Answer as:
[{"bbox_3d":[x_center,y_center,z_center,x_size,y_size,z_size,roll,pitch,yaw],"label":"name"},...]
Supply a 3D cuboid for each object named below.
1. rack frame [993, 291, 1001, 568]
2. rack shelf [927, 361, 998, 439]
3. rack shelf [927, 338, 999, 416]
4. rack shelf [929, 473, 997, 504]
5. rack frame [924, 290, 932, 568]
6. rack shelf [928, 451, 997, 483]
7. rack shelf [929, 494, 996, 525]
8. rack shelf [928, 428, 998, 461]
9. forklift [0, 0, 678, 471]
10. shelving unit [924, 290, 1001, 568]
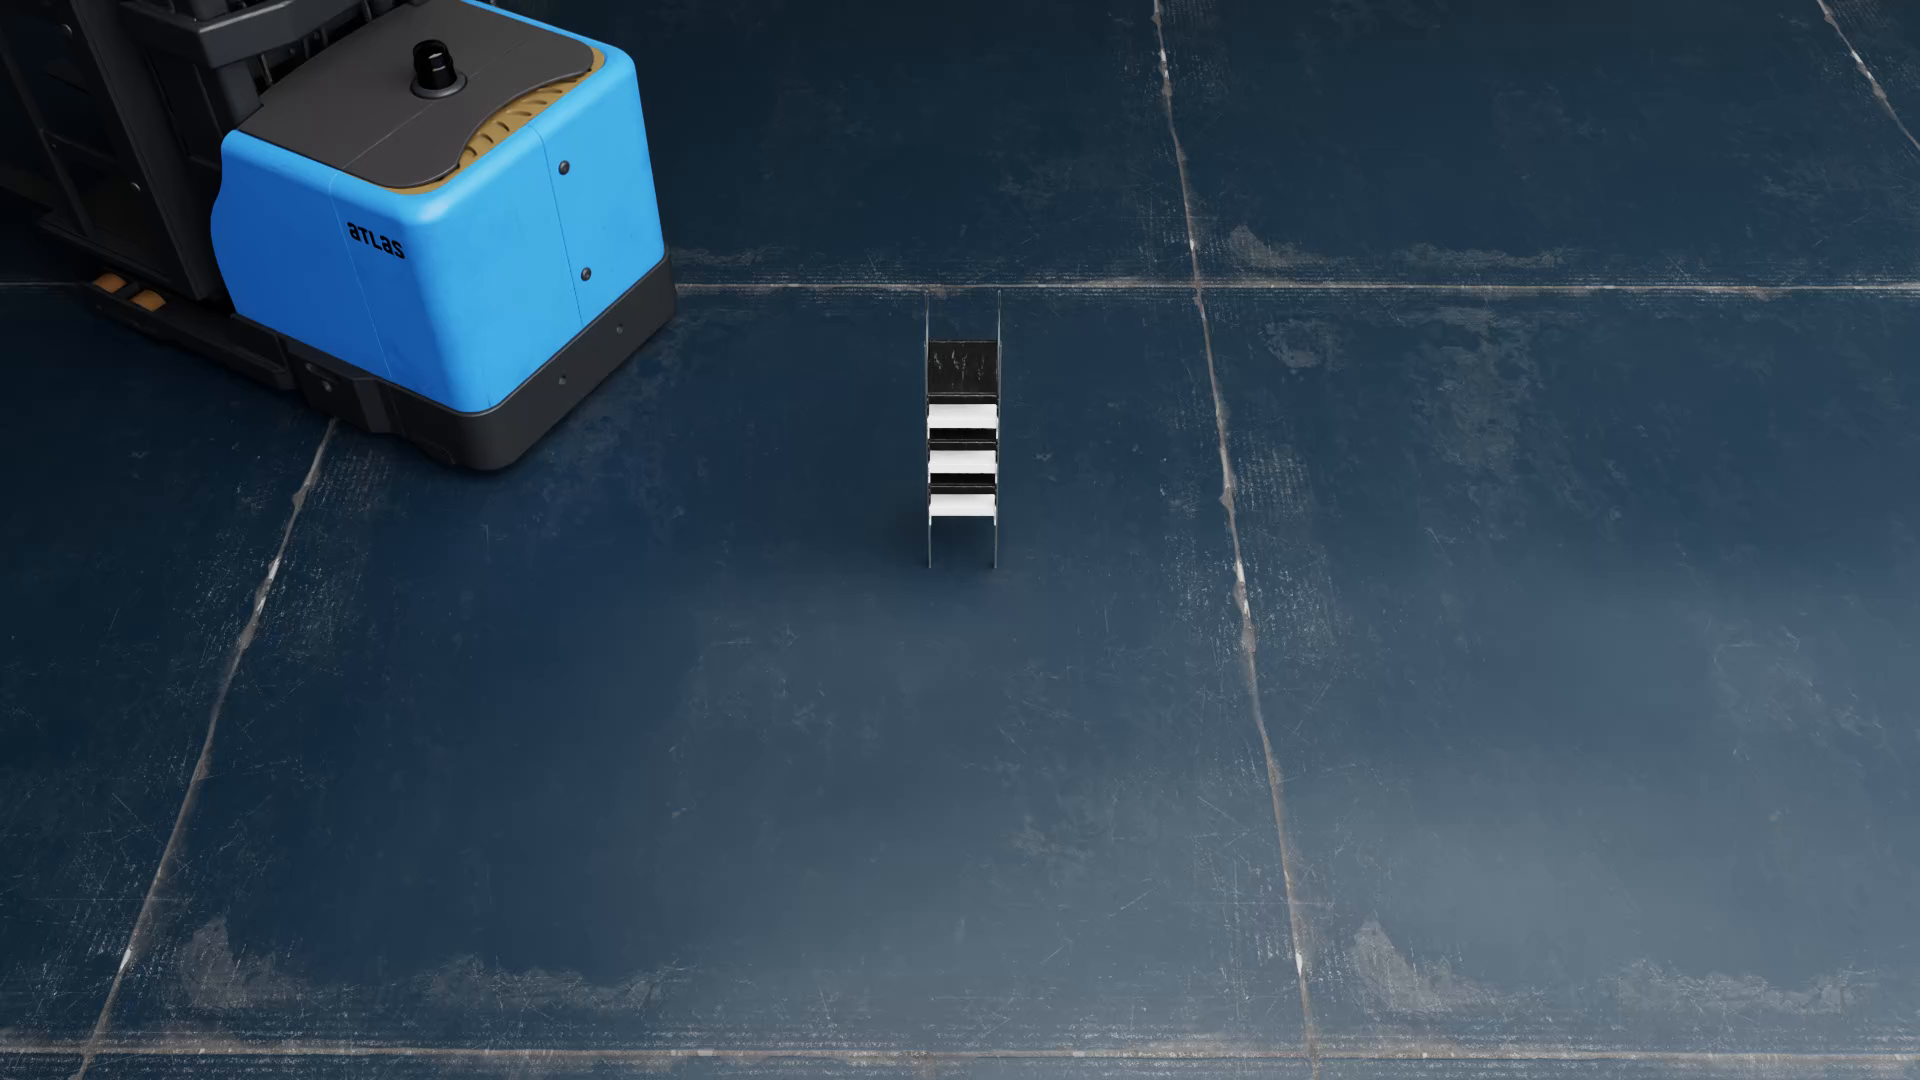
[{"bbox_3d":[0.110,-0.306,4.920,0.006,0.900,0.240,0,47,0],"label":"rack frame"},{"bbox_3d":[0.008,-0.406,4.813,0.200,0.077,0.258,0,47,0],"label":"rack shelf"},{"bbox_3d":[0.008,-0.468,4.747,0.200,0.077,0.258,0,47,0],"label":"rack shelf"},{"bbox_3d":[0.008,-0.223,5.011,0.200,0.077,0.258,0,47,0],"label":"rack shelf"},{"bbox_3d":[-0.094,-0.307,4.921,0.006,0.900,0.240,0,47,0],"label":"rack frame"},{"bbox_3d":[0.008,-0.284,4.945,0.200,0.077,0.258,0,47,0],"label":"rack shelf"},{"bbox_3d":[0.008,-0.161,5.077,0.200,0.077,0.258,0,47,0],"label":"rack shelf"},{"bbox_3d":[0.008,-0.345,4.879,0.200,0.077,0.258,0,47,0],"label":"rack shelf"},{"bbox_3d":[-2.541,-2.030,5.138,3.031,2.935,1.130,23,51,20],"label":"forklift"},{"bbox_3d":[0.008,-0.307,4.921,0.210,0.900,0.258,0,47,0],"label":"shelving unit"}]
